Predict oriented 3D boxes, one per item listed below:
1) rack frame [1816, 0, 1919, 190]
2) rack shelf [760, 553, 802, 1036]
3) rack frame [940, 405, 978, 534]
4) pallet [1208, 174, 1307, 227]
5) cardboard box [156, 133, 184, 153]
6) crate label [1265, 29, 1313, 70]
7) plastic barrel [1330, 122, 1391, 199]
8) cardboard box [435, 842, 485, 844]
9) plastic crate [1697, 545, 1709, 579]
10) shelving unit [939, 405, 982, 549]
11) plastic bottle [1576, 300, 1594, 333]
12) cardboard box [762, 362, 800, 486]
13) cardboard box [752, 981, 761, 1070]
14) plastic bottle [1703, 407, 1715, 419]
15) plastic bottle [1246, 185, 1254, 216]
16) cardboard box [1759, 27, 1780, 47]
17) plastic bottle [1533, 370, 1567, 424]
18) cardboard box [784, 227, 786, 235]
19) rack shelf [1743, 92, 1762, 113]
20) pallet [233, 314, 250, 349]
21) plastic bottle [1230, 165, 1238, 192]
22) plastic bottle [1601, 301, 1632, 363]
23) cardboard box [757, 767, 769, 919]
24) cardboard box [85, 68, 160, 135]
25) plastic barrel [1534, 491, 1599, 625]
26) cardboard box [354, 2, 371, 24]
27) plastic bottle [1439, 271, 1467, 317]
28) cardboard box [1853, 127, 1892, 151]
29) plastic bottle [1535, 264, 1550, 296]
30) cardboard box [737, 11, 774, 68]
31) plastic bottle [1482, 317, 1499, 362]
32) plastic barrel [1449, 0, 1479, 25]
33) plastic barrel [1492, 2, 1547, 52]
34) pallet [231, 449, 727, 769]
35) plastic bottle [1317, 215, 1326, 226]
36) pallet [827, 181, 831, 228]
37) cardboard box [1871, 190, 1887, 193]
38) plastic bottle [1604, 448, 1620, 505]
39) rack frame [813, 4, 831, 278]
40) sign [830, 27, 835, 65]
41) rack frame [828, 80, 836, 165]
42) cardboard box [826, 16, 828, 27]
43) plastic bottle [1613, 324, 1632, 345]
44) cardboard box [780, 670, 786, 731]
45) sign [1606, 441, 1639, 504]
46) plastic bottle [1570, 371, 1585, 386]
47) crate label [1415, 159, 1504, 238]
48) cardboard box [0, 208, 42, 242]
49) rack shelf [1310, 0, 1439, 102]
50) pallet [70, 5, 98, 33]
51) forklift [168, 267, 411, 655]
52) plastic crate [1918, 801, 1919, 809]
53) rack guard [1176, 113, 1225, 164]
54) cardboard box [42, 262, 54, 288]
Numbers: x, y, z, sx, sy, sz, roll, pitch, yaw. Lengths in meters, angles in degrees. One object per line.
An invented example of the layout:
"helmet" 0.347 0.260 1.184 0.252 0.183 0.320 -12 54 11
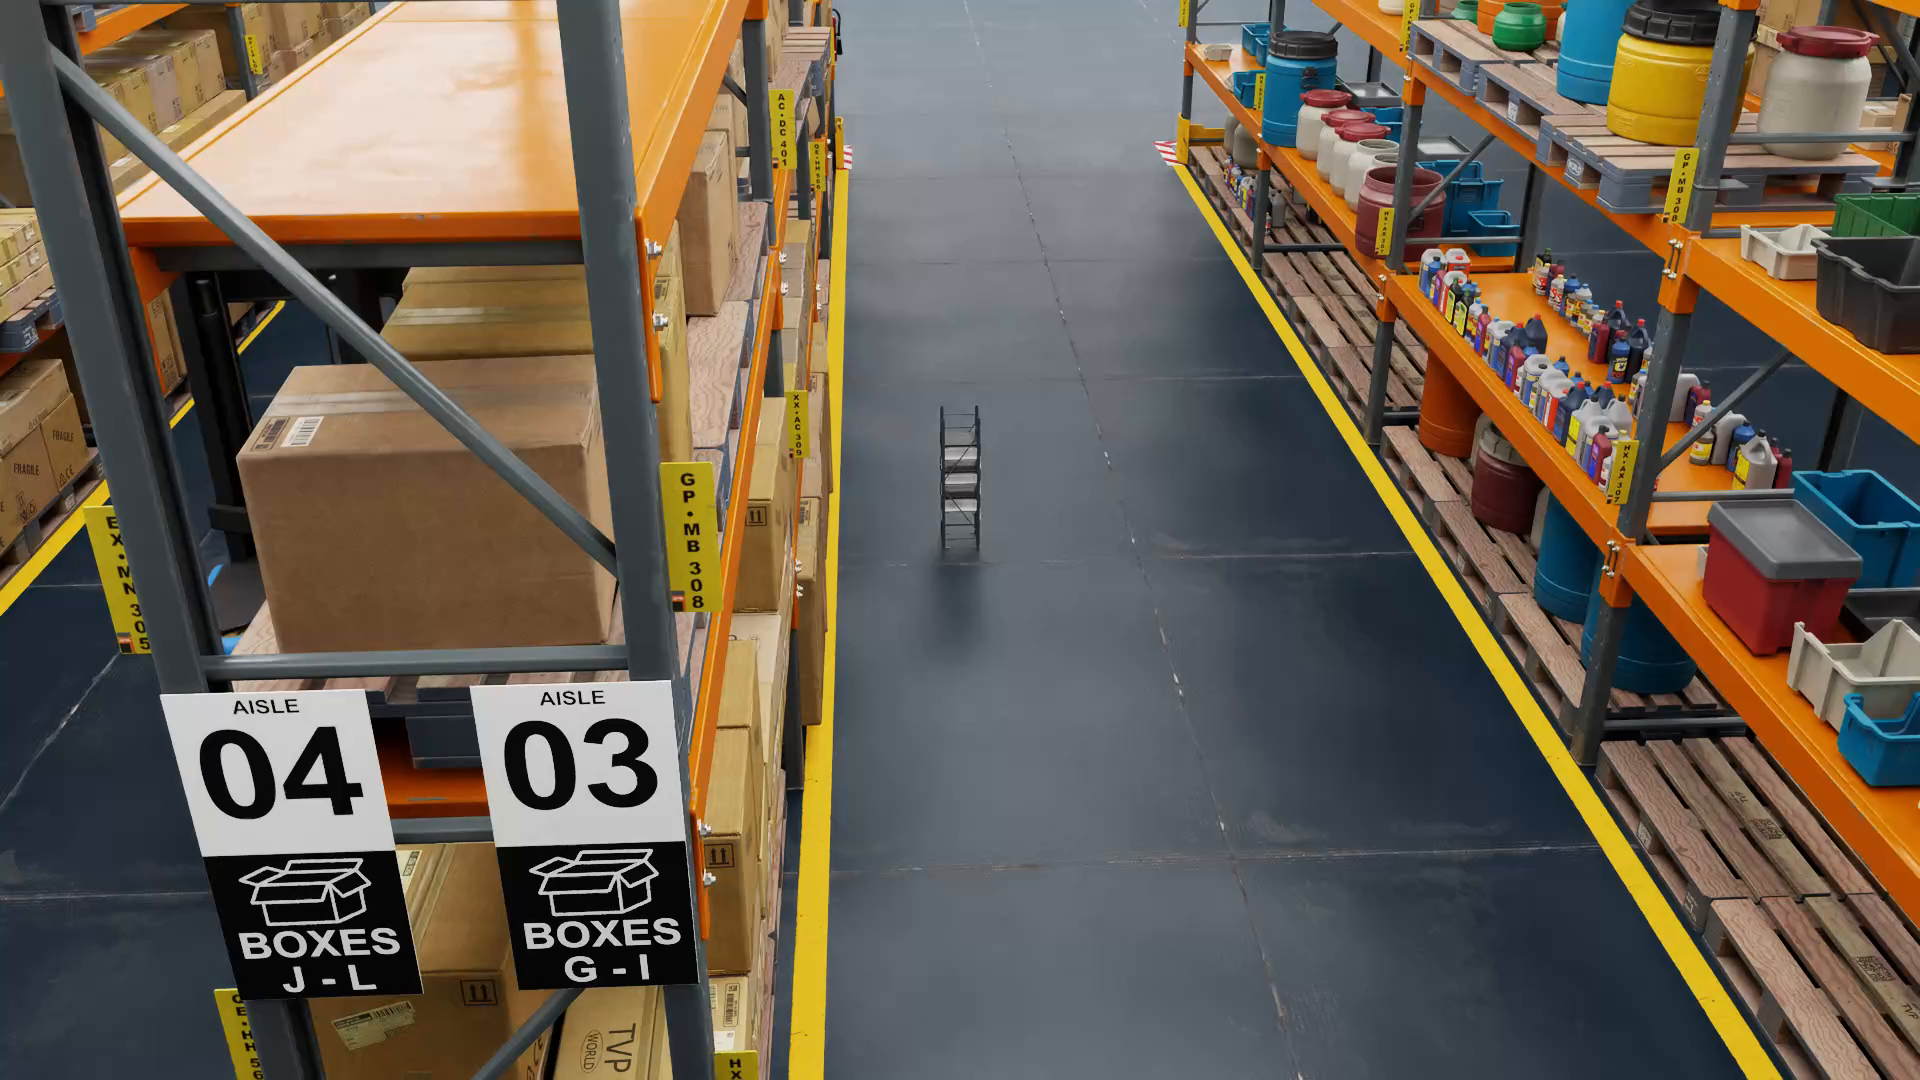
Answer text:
"rack frame" 8.191 -4.018 15.211 1.000 3.000 0.127 -1 28 -3
"rack shelf" -1.180 1.156 6.067 1.077 0.370 4.000 -1 28 -3
"rack frame" -0.005 -0.442 10.625 0.240 0.900 0.006 -1 28 -3
"pallet" 3.184 -3.540 17.309 1.003 0.211 1.213 -1 28 -3
"cardboard box" -6.285 -2.816 12.798 0.500 0.500 0.500 -2 28 -3
"crate label" 3.401 -4.920 16.901 0.502 0.435 0.616 -1 28 -3
"plastic barrel" 3.136 -2.975 13.063 0.433 0.535 0.433 0 28 0
"cardboard box" -1.419 1.009 5.412 0.500 0.250 0.500 -2 28 -4
"plastic crate" 3.543 0.103 7.529 0.396 0.136 0.243 -1 28 -3
"shelving unit" 0.000 -0.395 10.535 0.258 0.900 0.210 -1 28 -3
"plastic bottle" 3.925 -1.403 10.412 0.097 0.201 0.097 0 28 0
"cardboard box" -1.086 -0.581 8.513 0.500 0.500 0.500 -1 28 -3
"cardboard box" -0.793 1.464 4.971 0.380 0.149 0.250 -2 28 -4
"plastic bottle" 4.015 -0.609 8.889 0.097 0.201 0.097 0 28 0
"plastic bottle" 2.862 -3.344 16.380 0.061 0.283 0.133 0 28 1
"cardboard box" 7.921 -4.827 15.952 0.380 0.149 0.250 -1 28 -3
"plastic bottle" 3.266 -0.789 9.153 0.152 0.276 0.135 -1 28 -3
"cardboard box" -1.471 -2.085 10.310 0.797 0.503 0.637 0 28 -1
"rack shelf" 8.086 -4.623 17.148 1.077 0.370 4.000 -1 28 -3
"pallet" -6.478 -1.552 13.497 1.003 0.211 1.213 -1 28 -3
"plastic bottle" 2.836 -3.730 17.132 0.097 0.271 0.097 0 28 0
"plastic bottle" 3.926 -1.252 9.961 0.144 0.351 0.185 -1 28 -3
"cardboard box" -0.887 0.995 5.438 0.500 0.250 0.500 -2 28 -4
"cardboard box" -6.549 -3.262 12.571 0.700 0.500 0.500 -2 28 -3
"plastic barrel" 3.613 -0.040 9.399 0.600 0.901 0.708 -1 28 -3
"cardboard box" -6.805 -5.451 17.796 0.875 0.550 0.550 -1 28 -3
"plastic bottle" 3.177 -1.577 10.664 0.152 0.276 0.135 -1 28 -3
"cardboard box" 8.033 -3.493 14.475 0.380 0.149 0.250 -1 28 -3
"plastic bottle" 3.888 -1.735 11.047 0.097 0.201 0.097 0 28 0
"cardboard box" -1.365 -2.553 8.591 0.797 0.503 0.637 -2 28 -3
"plastic bottle" 3.192 -1.201 9.948 0.097 0.271 0.097 0 28 0
"plastic barrel" 3.389 -3.427 11.001 0.294 0.245 0.294 0 28 0
"plastic barrel" 3.279 -3.005 9.739 0.294 0.245 0.294 0 28 0
"pallet" -1.125 0.128 4.113 1.003 0.211 1.213 -1 28 -3
"plastic bottle" 3.515 -3.195 16.093 0.061 0.283 0.133 -1 28 -3
"pallet" -1.839 -3.418 17.076 1.003 0.211 1.213 -1 28 -3
"cardboard box" 8.498 -3.054 15.274 0.500 0.311 0.500 -1 28 -3
"plastic bottle" 3.318 -0.325 8.264 0.152 0.276 0.135 -1 28 -3
"rack frame" -1.702 -3.781 14.755 1.000 3.000 0.127 -1 28 -3
"sign" -1.148 -4.309 14.516 0.100 0.325 0.005 -1 28 -3
"rack frame" -1.911 -5.628 18.297 1.000 3.000 0.127 -1 28 -3
"cardboard box" -1.781 -5.090 16.835 0.875 0.500 0.500 -1 28 -3
"plastic bottle" 3.916 -1.149 9.835 0.061 0.283 0.133 -1 28 -3
"cardboard box" -0.887 0.633 6.564 0.380 0.149 0.250 -1 28 -2
"sign" 3.112 -0.316 7.813 0.100 0.325 0.005 -1 28 -3
"plastic bottle" 3.389 -0.798 9.176 0.097 0.271 0.097 0 28 0
"crate label" 3.671 -2.534 12.327 0.502 0.435 0.616 -1 28 -3
"cardboard box" -5.968 -1.984 10.484 0.380 0.149 0.250 -2 28 -5
"rack shelf" 3.348 -3.988 12.686 1.077 0.370 4.000 -1 28 -3
"pallet" -6.538 -3.403 10.991 1.213 0.211 1.003 0 28 0
"forklift" -3.263 -0.579 8.691 1.130 2.935 3.031 -3 28 -6
"plastic crate" 3.574 0.961 5.884 0.298 0.136 0.250 -1 28 -3
"rack guard" 3.086 -4.605 19.039 1.175 0.500 0.348 -1 28 -3
"cardboard box" -5.967 -1.718 10.619 0.380 0.149 0.250 -1 28 -2
